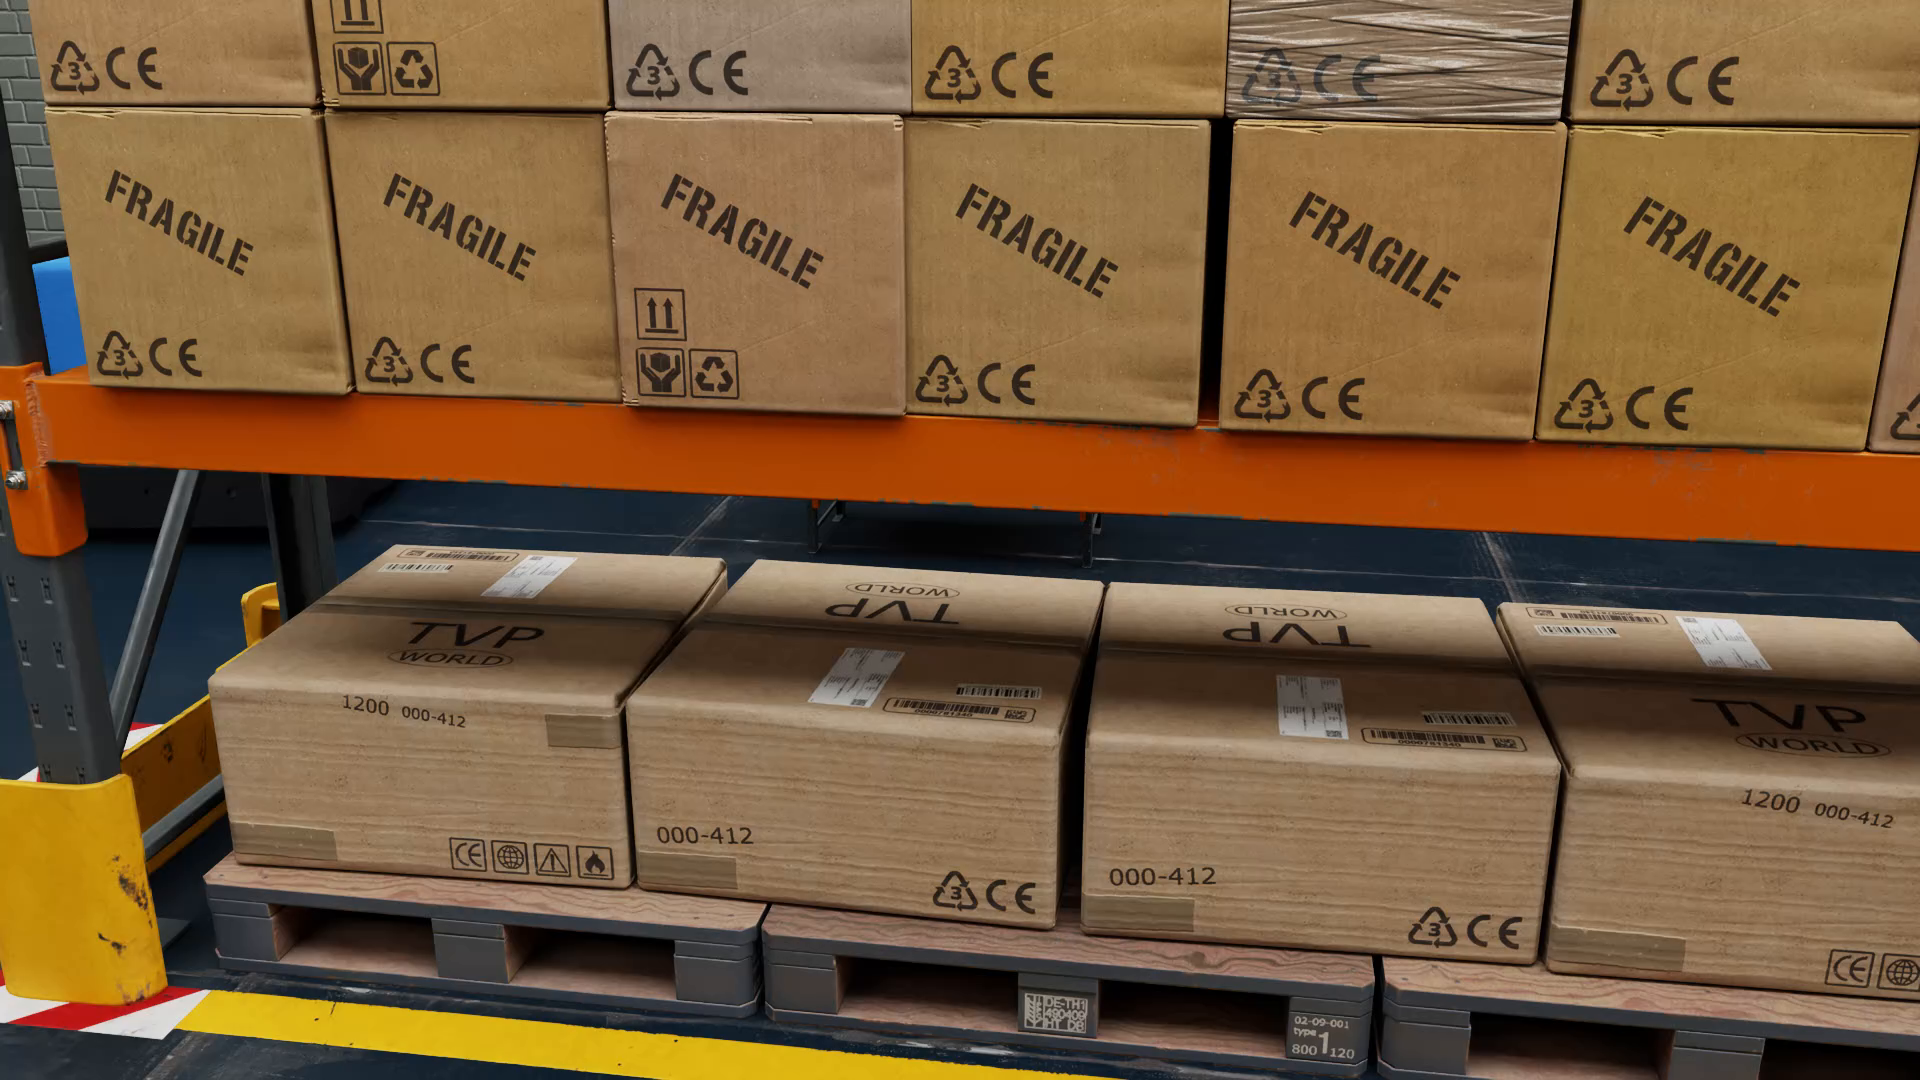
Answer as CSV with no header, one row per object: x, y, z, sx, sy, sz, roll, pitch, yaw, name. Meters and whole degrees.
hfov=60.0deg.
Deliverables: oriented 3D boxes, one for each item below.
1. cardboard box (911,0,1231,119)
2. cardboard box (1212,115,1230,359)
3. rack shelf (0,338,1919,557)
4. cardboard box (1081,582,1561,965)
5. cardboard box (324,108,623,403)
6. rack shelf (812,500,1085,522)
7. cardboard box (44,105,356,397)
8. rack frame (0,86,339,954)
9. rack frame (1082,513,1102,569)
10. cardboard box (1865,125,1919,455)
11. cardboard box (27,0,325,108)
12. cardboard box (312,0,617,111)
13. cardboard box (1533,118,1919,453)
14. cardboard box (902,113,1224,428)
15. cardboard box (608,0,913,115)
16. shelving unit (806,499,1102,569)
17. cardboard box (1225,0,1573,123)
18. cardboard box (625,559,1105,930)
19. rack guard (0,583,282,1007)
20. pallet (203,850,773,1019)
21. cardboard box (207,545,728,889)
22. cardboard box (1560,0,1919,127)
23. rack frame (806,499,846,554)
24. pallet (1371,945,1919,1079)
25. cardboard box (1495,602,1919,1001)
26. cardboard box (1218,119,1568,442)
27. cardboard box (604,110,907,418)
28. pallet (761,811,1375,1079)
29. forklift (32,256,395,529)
0.208,-0.984,2.784,0.500,0.500,0.500,3,19,9,cardboard box
0.298,-0.679,3.449,0.500,0.500,0.500,3,19,10,cardboard box
0.240,-0.206,3.326,4.000,0.370,1.077,3,19,9,rack shelf
0.728,0.459,3.580,0.875,0.438,0.875,2,19,7,cardboard box
-0.802,-0.565,3.106,0.500,0.500,0.500,3,19,8,cardboard box
-0.007,-0.302,6.203,1.000,0.278,0.538,3,19,9,rack shelf
-1.306,-0.581,3.156,0.500,0.500,0.500,3,19,8,cardboard box
-1.735,-0.648,3.512,0.127,3.000,1.000,3,19,9,rack frame
0.495,-0.508,6.049,0.032,1.125,0.500,3,19,9,rack frame
1.716,-0.437,2.725,0.500,0.500,0.500,3,19,9,cardboard box
-1.306,-1.056,2.999,0.500,0.500,0.500,3,19,7,cardboard box
-0.795,-1.032,2.928,0.500,0.500,0.500,2,19,7,cardboard box
1.207,-0.462,2.798,0.500,0.500,0.500,2,19,7,cardboard box
0.194,-0.513,2.952,0.500,0.500,0.500,4,19,10,cardboard box
-0.285,-1.009,2.858,0.500,0.500,0.500,3,19,8,cardboard box
-0.007,-0.534,6.126,1.048,1.125,0.538,3,19,9,shelving unit
0.701,-0.956,2.700,0.500,0.500,0.500,3,19,9,cardboard box
-0.162,0.413,3.717,0.875,0.438,0.875,3,19,10,cardboard box
-1.758,0.536,3.913,0.348,0.500,1.175,3,19,9,rack guard
-0.933,0.690,3.908,1.213,0.211,1.003,3,19,9,pallet
-1.067,0.370,3.847,0.875,0.438,0.875,2,19,7,cardboard box
1.205,-0.934,2.633,0.500,0.500,0.500,3,19,8,cardboard box
-0.509,-0.559,6.202,0.032,1.125,0.500,3,19,9,rack frame
1.476,0.813,3.541,1.213,0.211,1.003,3,19,9,pallet
1.612,0.504,3.446,0.875,0.438,0.875,3,19,8,cardboard box
0.709,-0.482,2.859,0.500,0.500,0.500,3,19,8,cardboard box
-0.303,-0.533,3.012,0.500,0.500,0.500,3,19,8,cardboard box
0.268,0.752,3.722,1.213,0.211,1.003,3,19,9,pallet
-2.899,-1.848,7.206,1.130,2.935,3.031,-1,19,-2,forklift
